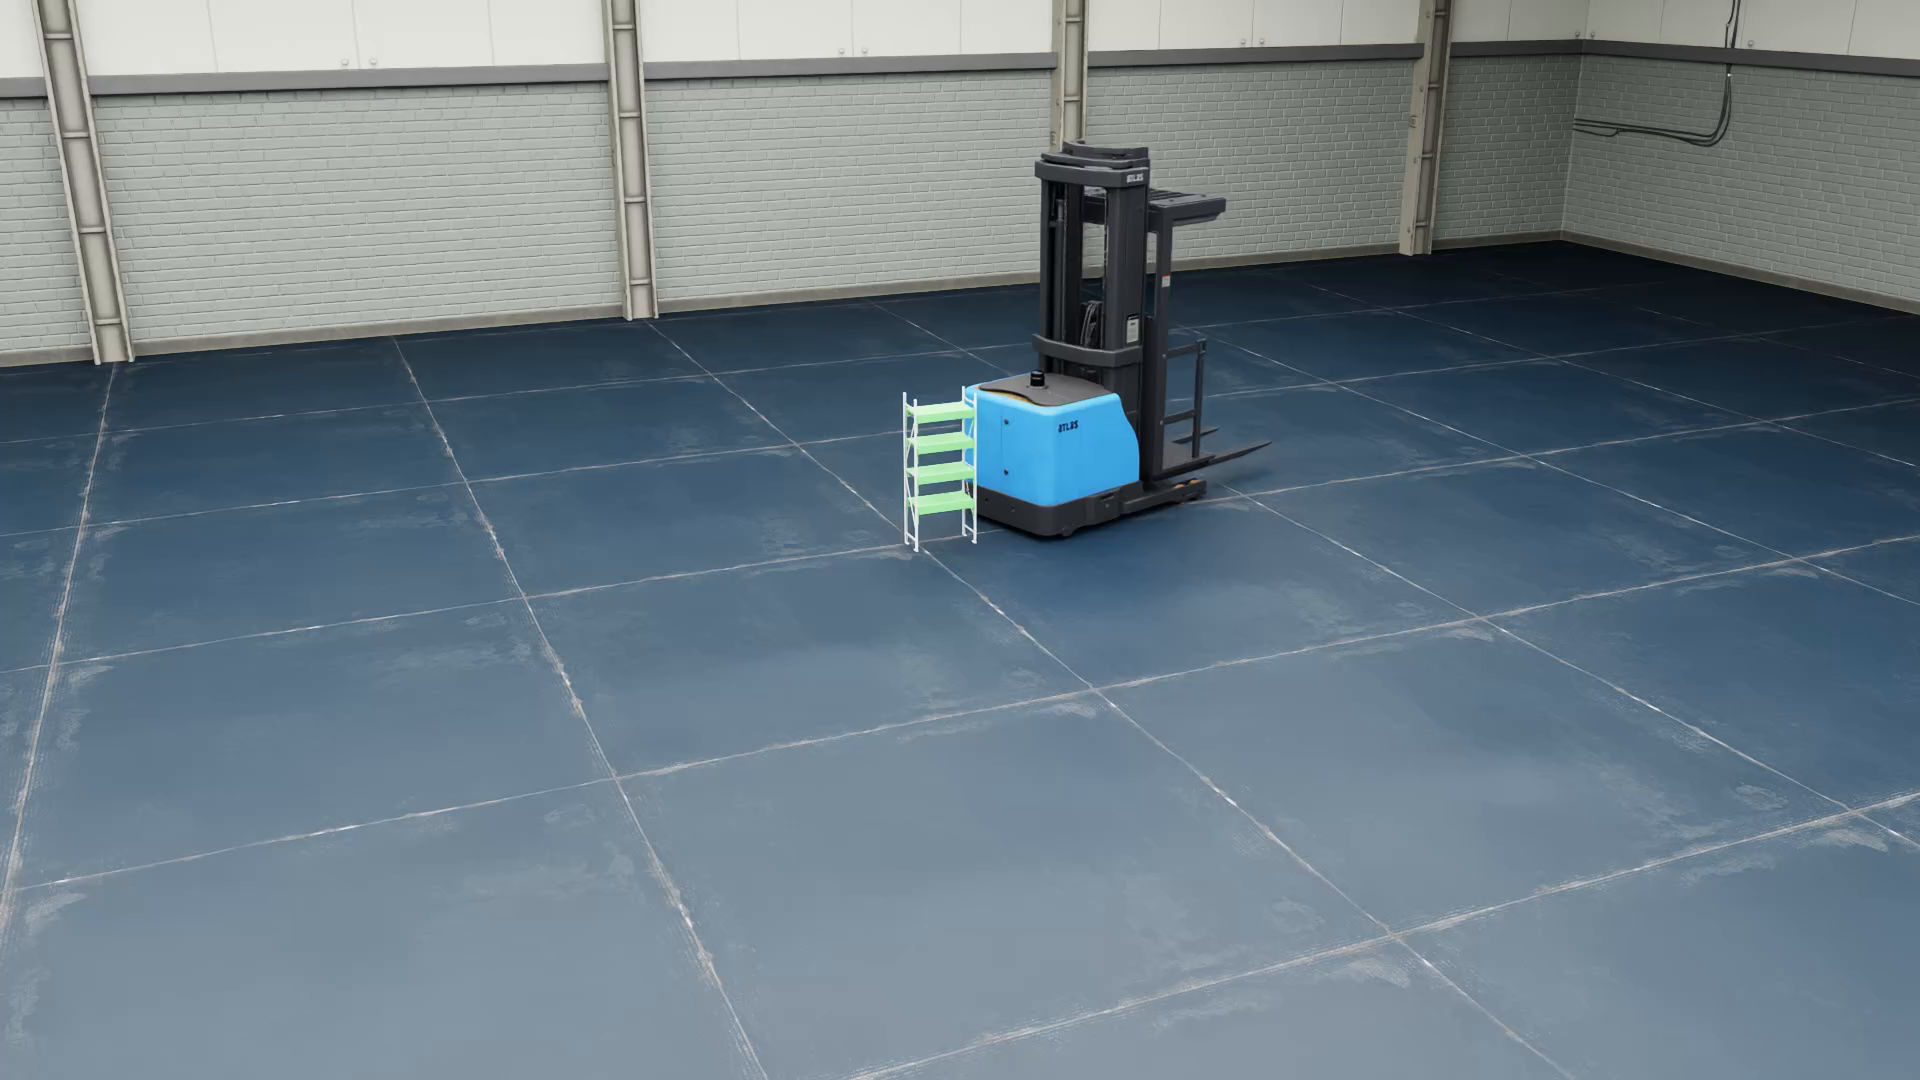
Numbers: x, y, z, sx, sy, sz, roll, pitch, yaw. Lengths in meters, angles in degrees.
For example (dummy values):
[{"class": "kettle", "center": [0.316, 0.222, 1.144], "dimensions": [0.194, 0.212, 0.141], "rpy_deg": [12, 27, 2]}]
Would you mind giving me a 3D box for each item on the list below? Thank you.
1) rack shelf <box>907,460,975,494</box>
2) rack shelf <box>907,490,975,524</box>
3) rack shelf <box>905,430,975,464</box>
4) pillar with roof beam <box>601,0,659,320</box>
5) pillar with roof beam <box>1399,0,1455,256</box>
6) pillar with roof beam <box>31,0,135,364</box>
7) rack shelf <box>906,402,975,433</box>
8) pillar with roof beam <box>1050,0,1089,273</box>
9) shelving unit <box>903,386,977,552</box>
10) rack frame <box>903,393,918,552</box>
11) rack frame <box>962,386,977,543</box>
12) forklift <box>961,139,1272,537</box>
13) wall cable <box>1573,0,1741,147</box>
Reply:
[{"class": "rack shelf", "center": [-0.152, -0.484, 12.782], "dimensions": [0.480, 0.148, 0.258], "rpy_deg": [-8, 21, -22]}, {"class": "rack shelf", "center": [-0.152, -0.258, 12.862], "dimensions": [0.480, 0.148, 0.258], "rpy_deg": [-8, 21, -22]}, {"class": "rack shelf", "center": [-0.152, -0.710, 12.702], "dimensions": [0.480, 0.148, 0.258], "rpy_deg": [-8, 21, -22]}, {"class": "pillar with roof beam", "center": [-2.337, -5.756, 15.819], "dimensions": [0.400, 9.000, 9.100], "rpy_deg": [-8, 21, -22]}, {"class": "pillar with roof beam", "center": [8.682, -7.334, 20.303], "dimensions": [0.400, 9.000, 9.100], "rpy_deg": [-8, 21, -22]}, {"class": "pillar with roof beam", "center": [-7.846, -4.966, 13.578], "dimensions": [0.400, 9.000, 9.100], "rpy_deg": [-8, 21, -22]}, {"class": "rack shelf", "center": [-0.152, -0.937, 12.623], "dimensions": [0.480, 0.148, 0.258], "rpy_deg": [-8, 21, -22]}, {"class": "pillar with roof beam", "center": [3.172, -6.545, 18.061], "dimensions": [0.400, 9.000, 9.100], "rpy_deg": [-8, 21, -22]}, {"class": "shelving unit", "center": [-0.152, -0.544, 12.761], "dimensions": [0.503, 1.200, 0.258], "rpy_deg": [-8, 21, -22]}, {"class": "rack frame", "center": [-0.376, -0.512, 12.670], "dimensions": [0.015, 1.200, 0.240], "rpy_deg": [-8, 21, -22]}, {"class": "rack frame", "center": [0.072, -0.576, 12.852], "dimensions": [0.015, 1.200, 0.240], "rpy_deg": [-8, 21, -22]}, {"class": "forklift", "center": [1.441, -1.797, 13.711], "dimensions": [3.031, 2.935, 1.130], "rpy_deg": [-17, 25, -39]}, {"class": "wall cable", "center": [10.205, -7.167, 24.502], "dimensions": [0.112, 2.526, 3.097], "rpy_deg": [-8, 21, -22]}]
